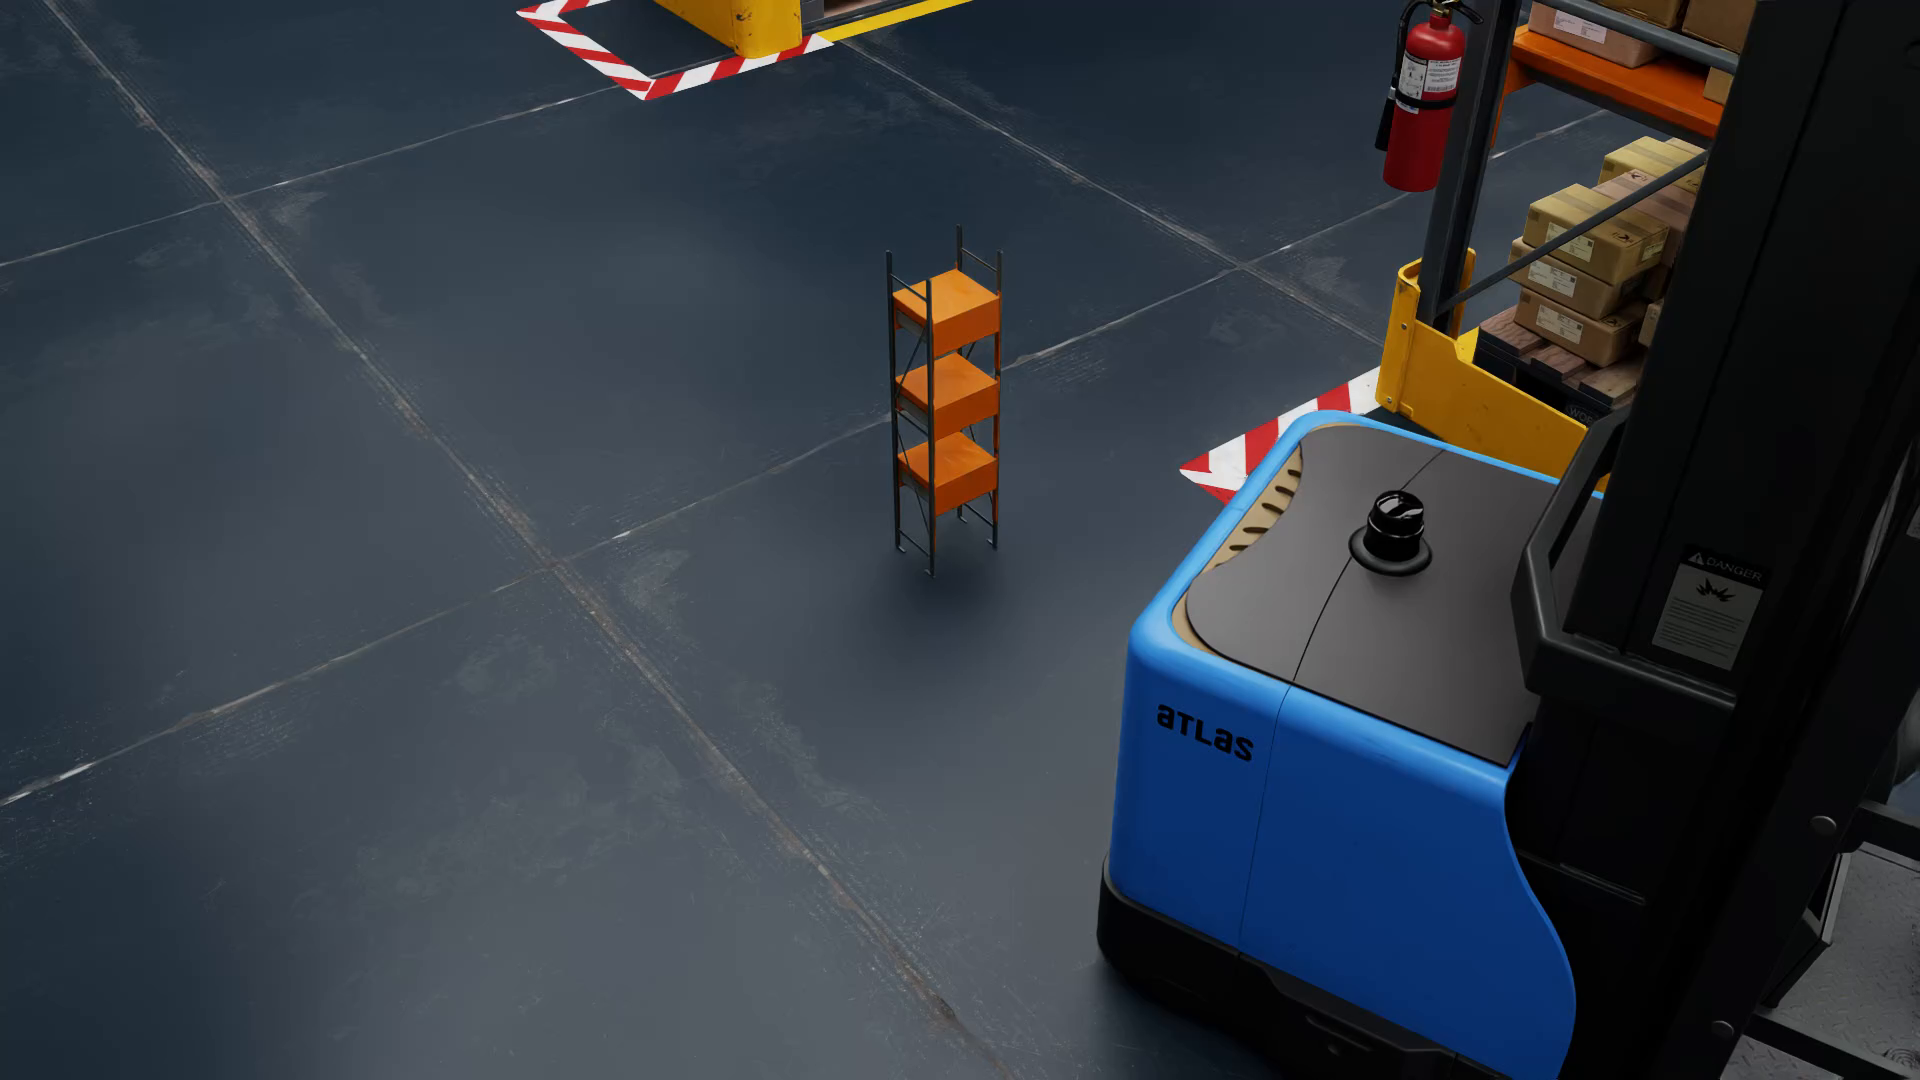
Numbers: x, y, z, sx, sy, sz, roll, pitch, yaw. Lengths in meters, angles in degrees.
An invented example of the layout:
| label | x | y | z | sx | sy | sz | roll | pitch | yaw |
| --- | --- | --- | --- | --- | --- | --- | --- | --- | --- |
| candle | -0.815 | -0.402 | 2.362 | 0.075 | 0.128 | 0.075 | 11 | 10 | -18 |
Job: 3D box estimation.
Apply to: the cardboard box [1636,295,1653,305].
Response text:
| label | x | y | z | sx | sy | sz | roll | pitch | yaw |
| --- | --- | --- | --- | --- | --- | --- | --- | --- | --- |
| cardboard box | 2.299 | -0.926 | 5.930 | 0.250 | 0.149 | 0.380 | -25 | 45 | -27 |

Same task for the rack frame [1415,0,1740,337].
| label | x | y | z | sx | sy | sz | roll | pitch | yaw |
| --- | --- | --- | --- | --- | --- | --- | --- | --- | --- |
| rack frame | 1.867 | -1.407 | 4.600 | 0.127 | 3.000 | 1.000 | -26 | 46 | -28 |

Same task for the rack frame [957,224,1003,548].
| label | x | y | z | sx | sy | sz | roll | pitch | yaw |
| --- | --- | --- | --- | --- | --- | --- | --- | --- | --- |
| rack frame | 0.054 | -0.432 | 4.949 | 0.008 | 1.050 | 0.200 | -26 | 46 | -28 |

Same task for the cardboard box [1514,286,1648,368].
| label | x | y | z | sx | sy | sz | roll | pitch | yaw |
| --- | --- | --- | --- | --- | --- | --- | --- | --- | --- |
| cardboard box | 2.157 | -0.776 | 5.747 | 0.250 | 0.149 | 0.380 | -25 | 46 | -27 |

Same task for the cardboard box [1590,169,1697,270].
| label | x | y | z | sx | sy | sz | roll | pitch | yaw |
| --- | --- | --- | --- | --- | --- | --- | --- | --- | --- |
| cardboard box | 2.366 | -1.098 | 5.670 | 0.250 | 0.149 | 0.380 | -25 | 46 | -27 |

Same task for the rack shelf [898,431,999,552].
| label | x | y | z | sx | sy | sz | roll | pitch | yaw |
| --- | --- | --- | --- | --- | --- | --- | --- | --- | --- |
| rack shelf | -0.042 | -0.162 | 5.075 | 0.240 | 0.259 | 0.215 | -26 | 46 | -28 |

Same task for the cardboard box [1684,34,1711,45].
| label | x | y | z | sx | sy | sz | roll | pitch | yaw |
| --- | --- | --- | --- | --- | --- | --- | --- | --- | --- |
| cardboard box | 2.173 | -1.655 | 5.101 | 0.250 | 0.149 | 0.380 | -26 | 46 | -28 |

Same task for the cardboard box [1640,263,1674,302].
| label | x | y | z | sx | sy | sz | roll | pitch | yaw |
| --- | --- | --- | --- | --- | --- | --- | --- | --- | --- |
| cardboard box | 2.352 | -1.004 | 5.791 | 0.250 | 0.149 | 0.380 | -27 | 47 | -29 |

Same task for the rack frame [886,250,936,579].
| label | x | y | z | sx | sy | sz | roll | pitch | yaw |
| --- | --- | --- | --- | --- | --- | --- | --- | --- | --- |
| rack frame | -0.139 | -0.338 | 4.834 | 0.008 | 1.050 | 0.200 | -26 | 46 | -28 |

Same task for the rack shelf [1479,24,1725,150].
| label | x | y | z | sx | sy | sz | roll | pitch | yaw |
| --- | --- | --- | --- | --- | --- | --- | --- | --- | --- |
| rack shelf | 3.453 | -1.902 | 5.771 | 4.000 | 0.370 | 1.077 | -26 | 46 | -28 |

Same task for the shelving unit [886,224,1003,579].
| label | x | y | z | sx | sy | sz | roll | pitch | yaw |
| --- | --- | --- | --- | --- | --- | --- | --- | --- | --- |
| shelving unit | -0.042 | -0.385 | 4.892 | 0.252 | 1.050 | 0.215 | -26 | 46 | -28 |

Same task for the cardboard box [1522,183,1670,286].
| label | x | y | z | sx | sy | sz | roll | pitch | yaw |
| --- | --- | --- | --- | --- | --- | --- | --- | --- | --- |
| cardboard box | 2.132 | -1.029 | 5.587 | 0.250 | 0.149 | 0.380 | -25 | 46 | -28 |

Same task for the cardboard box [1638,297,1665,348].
| label | x | y | z | sx | sy | sz | roll | pitch | yaw |
| --- | --- | --- | --- | --- | --- | --- | --- | --- | --- |
| cardboard box | 2.439 | -0.656 | 5.366 | 0.250 | 0.149 | 0.380 | -24 | 45 | -26 |

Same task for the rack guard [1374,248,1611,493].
| label | x | y | z | sx | sy | sz | roll | pitch | yaw |
| --- | --- | --- | --- | --- | --- | --- | --- | --- | --- |
| rack guard | 1.927 | -0.470 | 5.429 | 0.348 | 0.500 | 1.175 | -26 | 46 | -28 |

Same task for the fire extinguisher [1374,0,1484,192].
| label | x | y | z | sx | sy | sz | roll | pitch | yaw |
| --- | --- | --- | --- | --- | --- | --- | --- | --- | --- |
| fire extinguisher | 1.386 | -1.368 | 4.907 | 0.183 | 0.674 | 0.296 | -26 | 46 | -28 |

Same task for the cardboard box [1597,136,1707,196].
| label | x | y | z | sx | sy | sz | roll | pitch | yaw |
| --- | --- | --- | --- | --- | --- | --- | --- | --- | --- |
| cardboard box | 2.494 | -1.262 | 5.870 | 0.250 | 0.149 | 0.380 | -27 | 46 | -29 |

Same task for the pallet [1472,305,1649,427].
| label | x | y | z | sx | sy | sz | roll | pitch | yaw |
| --- | --- | --- | --- | --- | --- | --- | --- | --- | --- |
| pallet | 2.593 | -0.655 | 5.882 | 1.213 | 0.211 | 1.003 | -26 | 46 | -28 |

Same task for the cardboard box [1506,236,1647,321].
| label | x | y | z | sx | sy | sz | roll | pitch | yaw |
| --- | --- | --- | --- | --- | --- | --- | --- | --- | --- |
| cardboard box | 2.111 | -0.930 | 5.701 | 0.250 | 0.149 | 0.380 | -27 | 47 | -29 |

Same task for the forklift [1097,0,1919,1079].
| label | x | y | z | sx | sy | sz | roll | pitch | yaw |
| --- | --- | --- | --- | --- | --- | --- | --- | --- | --- |
| forklift | 1.853 | 0.111 | 2.803 | 3.031 | 2.935 | 1.130 | 21 | 44 | 24 |

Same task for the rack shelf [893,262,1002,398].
| label | x | y | z | sx | sy | sz | roll | pitch | yaw |
| --- | --- | --- | --- | --- | --- | --- | --- | --- | --- |
| rack shelf | -0.042 | -0.596 | 4.719 | 0.240 | 0.259 | 0.215 | -26 | 46 | -28 |

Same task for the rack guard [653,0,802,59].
| label | x | y | z | sx | sy | sz | roll | pitch | yaw |
| --- | --- | --- | --- | --- | --- | --- | --- | --- | --- |
| rack guard | -1.249 | -2.882 | 8.369 | 0.348 | 0.500 | 1.175 | -26 | 46 | -28 |

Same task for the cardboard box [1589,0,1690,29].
| label | x | y | z | sx | sy | sz | roll | pitch | yaw |
| --- | --- | --- | --- | --- | --- | --- | --- | --- | --- |
| cardboard box | 2.066 | -1.864 | 4.844 | 0.500 | 0.500 | 0.500 | -25 | 46 | -27 |

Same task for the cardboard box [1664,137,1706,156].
| label | x | y | z | sx | sy | sz | roll | pitch | yaw |
| --- | --- | --- | --- | --- | --- | --- | --- | --- | --- |
| cardboard box | 2.738 | -1.330 | 5.954 | 0.250 | 0.149 | 0.380 | -28 | 47 | -30 |

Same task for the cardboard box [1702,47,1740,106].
| label | x | y | z | sx | sy | sz | roll | pitch | yaw |
| --- | --- | --- | --- | --- | --- | --- | --- | --- | --- |
| cardboard box | 2.323 | -1.270 | 4.632 | 0.250 | 0.149 | 0.380 | -26 | 46 | -28 |

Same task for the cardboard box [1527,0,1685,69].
| label | x | y | z | sx | sy | sz | roll | pitch | yaw |
| --- | --- | --- | --- | --- | --- | --- | --- | --- | --- |
| cardboard box | 1.953 | -1.578 | 5.007 | 0.250 | 0.149 | 0.380 | -26 | 46 | -28 |

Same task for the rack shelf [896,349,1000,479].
| label | x | y | z | sx | sy | sz | roll | pitch | yaw |
| --- | --- | --- | --- | --- | --- | --- | --- | --- | --- |
| rack shelf | -0.042 | -0.377 | 4.899 | 0.240 | 0.259 | 0.215 | -26 | 46 | -28 |

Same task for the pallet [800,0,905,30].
| label | x | y | z | sx | sy | sz | roll | pitch | yaw |
| --- | --- | --- | --- | --- | --- | --- | --- | --- | --- |
| pallet | -0.643 | -3.128 | 8.896 | 1.213 | 0.211 | 1.003 | -26 | 46 | -28 |

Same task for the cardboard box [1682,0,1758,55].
| label | x | y | z | sx | sy | sz | roll | pitch | yaw |
| --- | --- | --- | --- | --- | --- | --- | --- | --- | --- |
| cardboard box | 2.391 | -1.595 | 4.516 | 0.500 | 0.500 | 0.500 | -24 | 45 | -26 |
